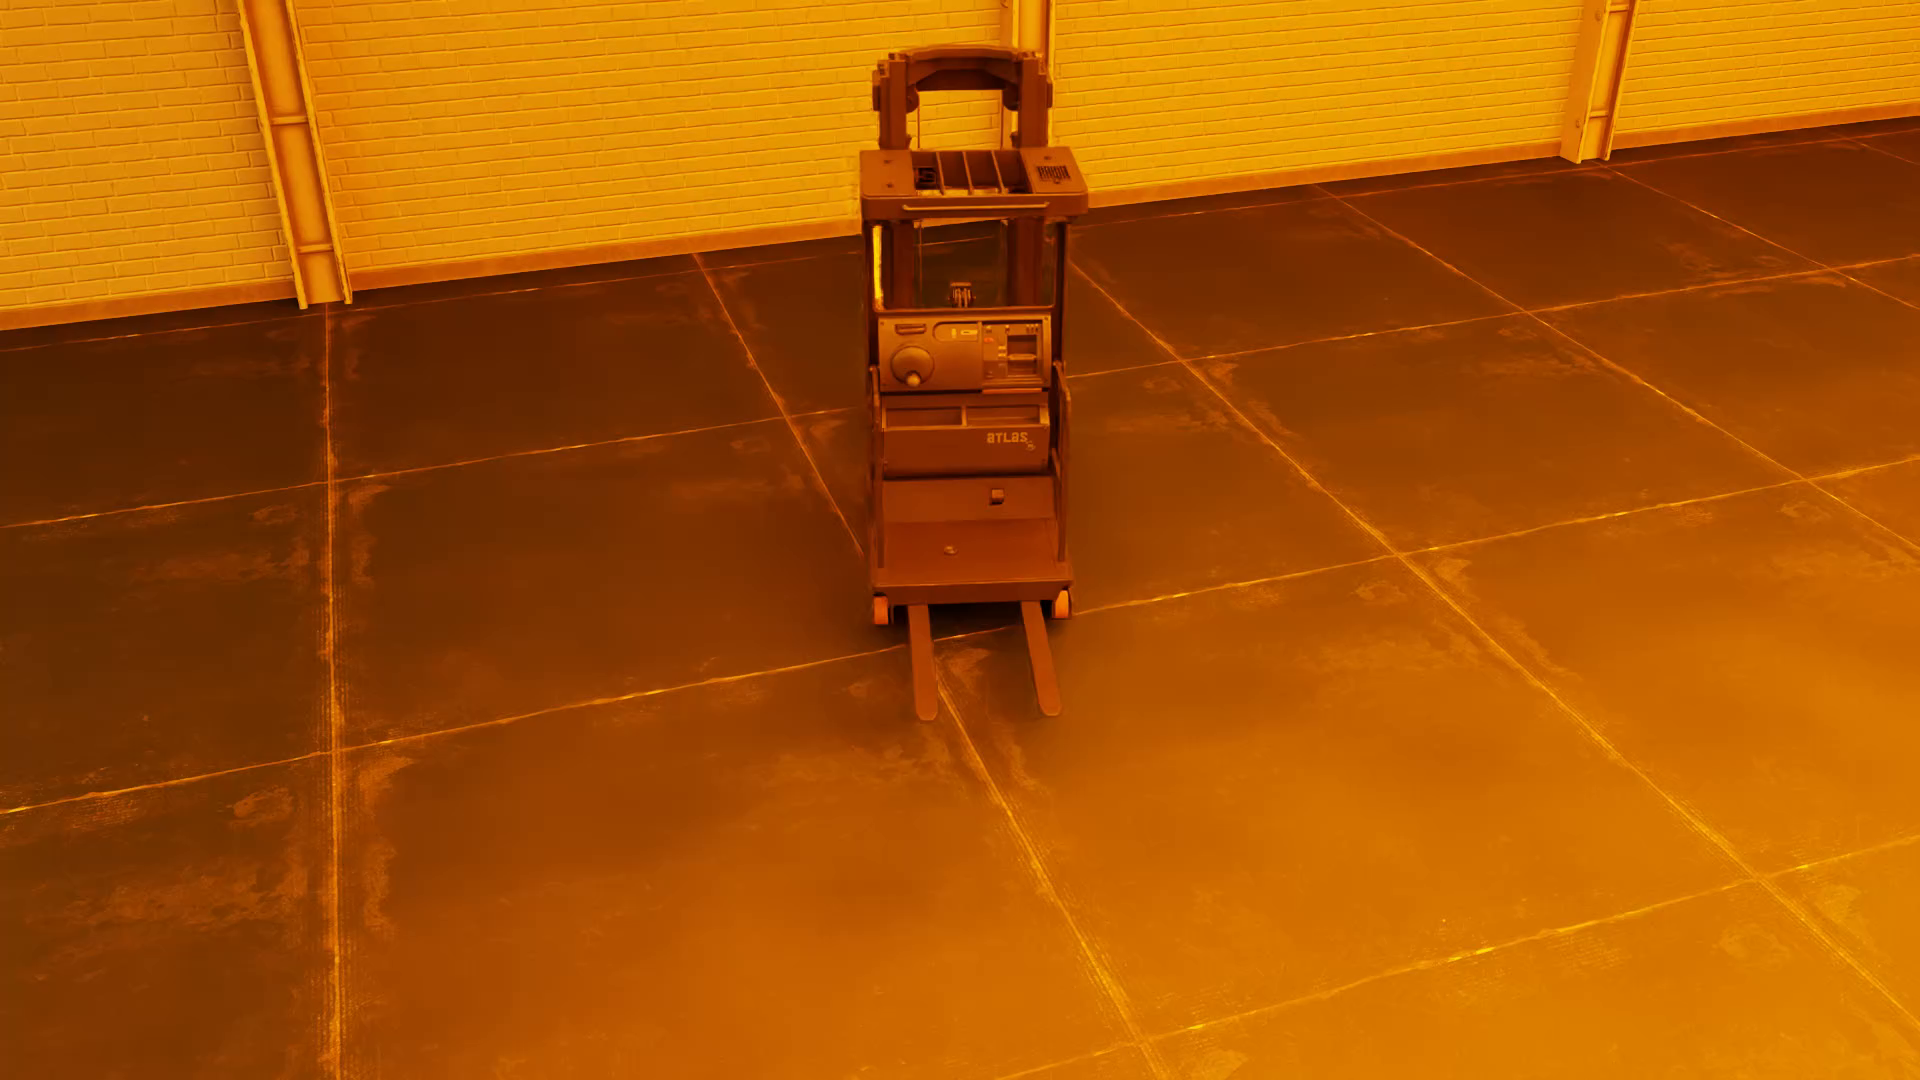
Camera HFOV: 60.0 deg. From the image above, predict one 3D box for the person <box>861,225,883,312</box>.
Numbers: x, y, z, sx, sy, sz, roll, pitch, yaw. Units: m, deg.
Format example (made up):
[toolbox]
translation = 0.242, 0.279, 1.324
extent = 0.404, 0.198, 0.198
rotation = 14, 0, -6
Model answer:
[person]
translation = -0.459, -1.561, 11.138
extent = 0.390, 1.598, 0.538
rotation = 0, 30, -1

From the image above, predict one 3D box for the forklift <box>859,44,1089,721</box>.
[forklift]
translation = 0.043, -0.967, 8.767
extent = 1.130, 2.935, 3.031
rotation = -2, 30, -3
